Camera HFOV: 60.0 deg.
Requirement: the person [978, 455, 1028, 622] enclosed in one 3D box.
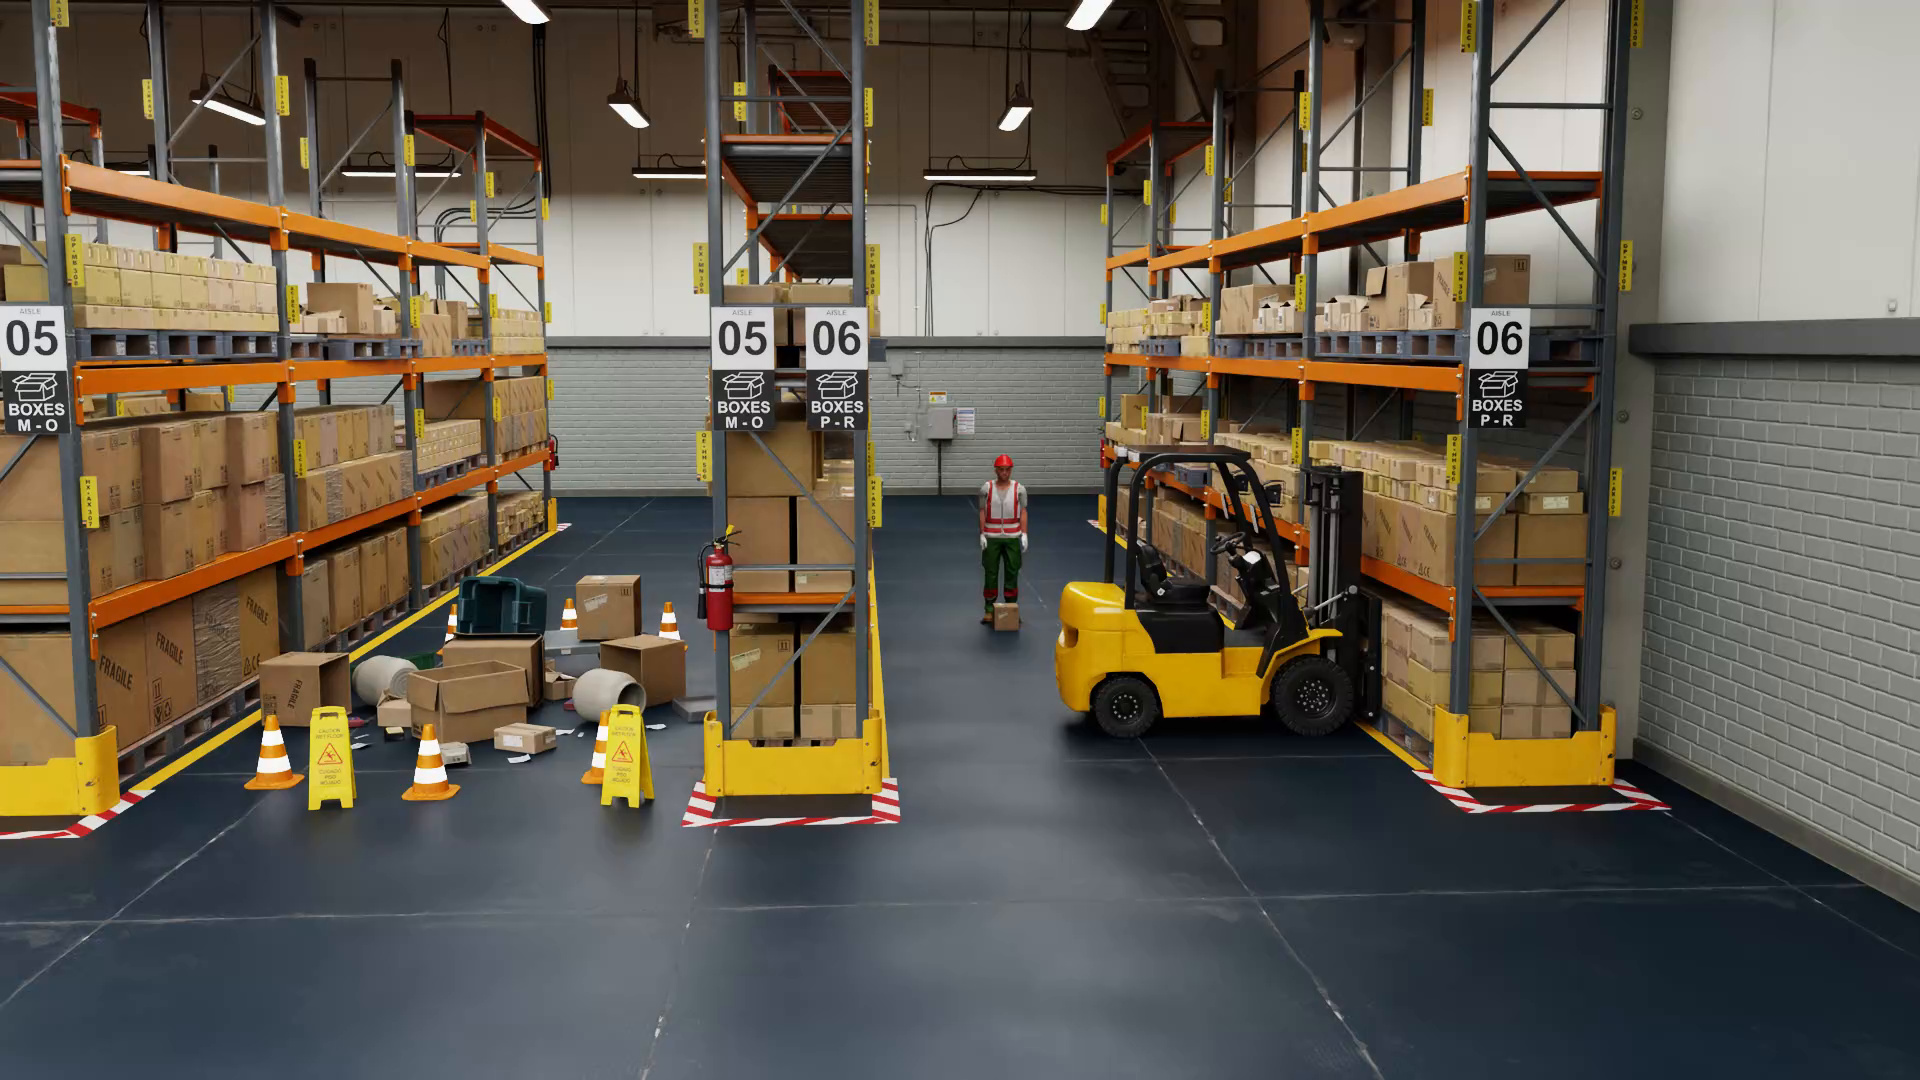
[{"bbox_3d":[0.461,-0.018,17.775,0.526,1.789,0.332,0,7,-2],"label":"person"}]
